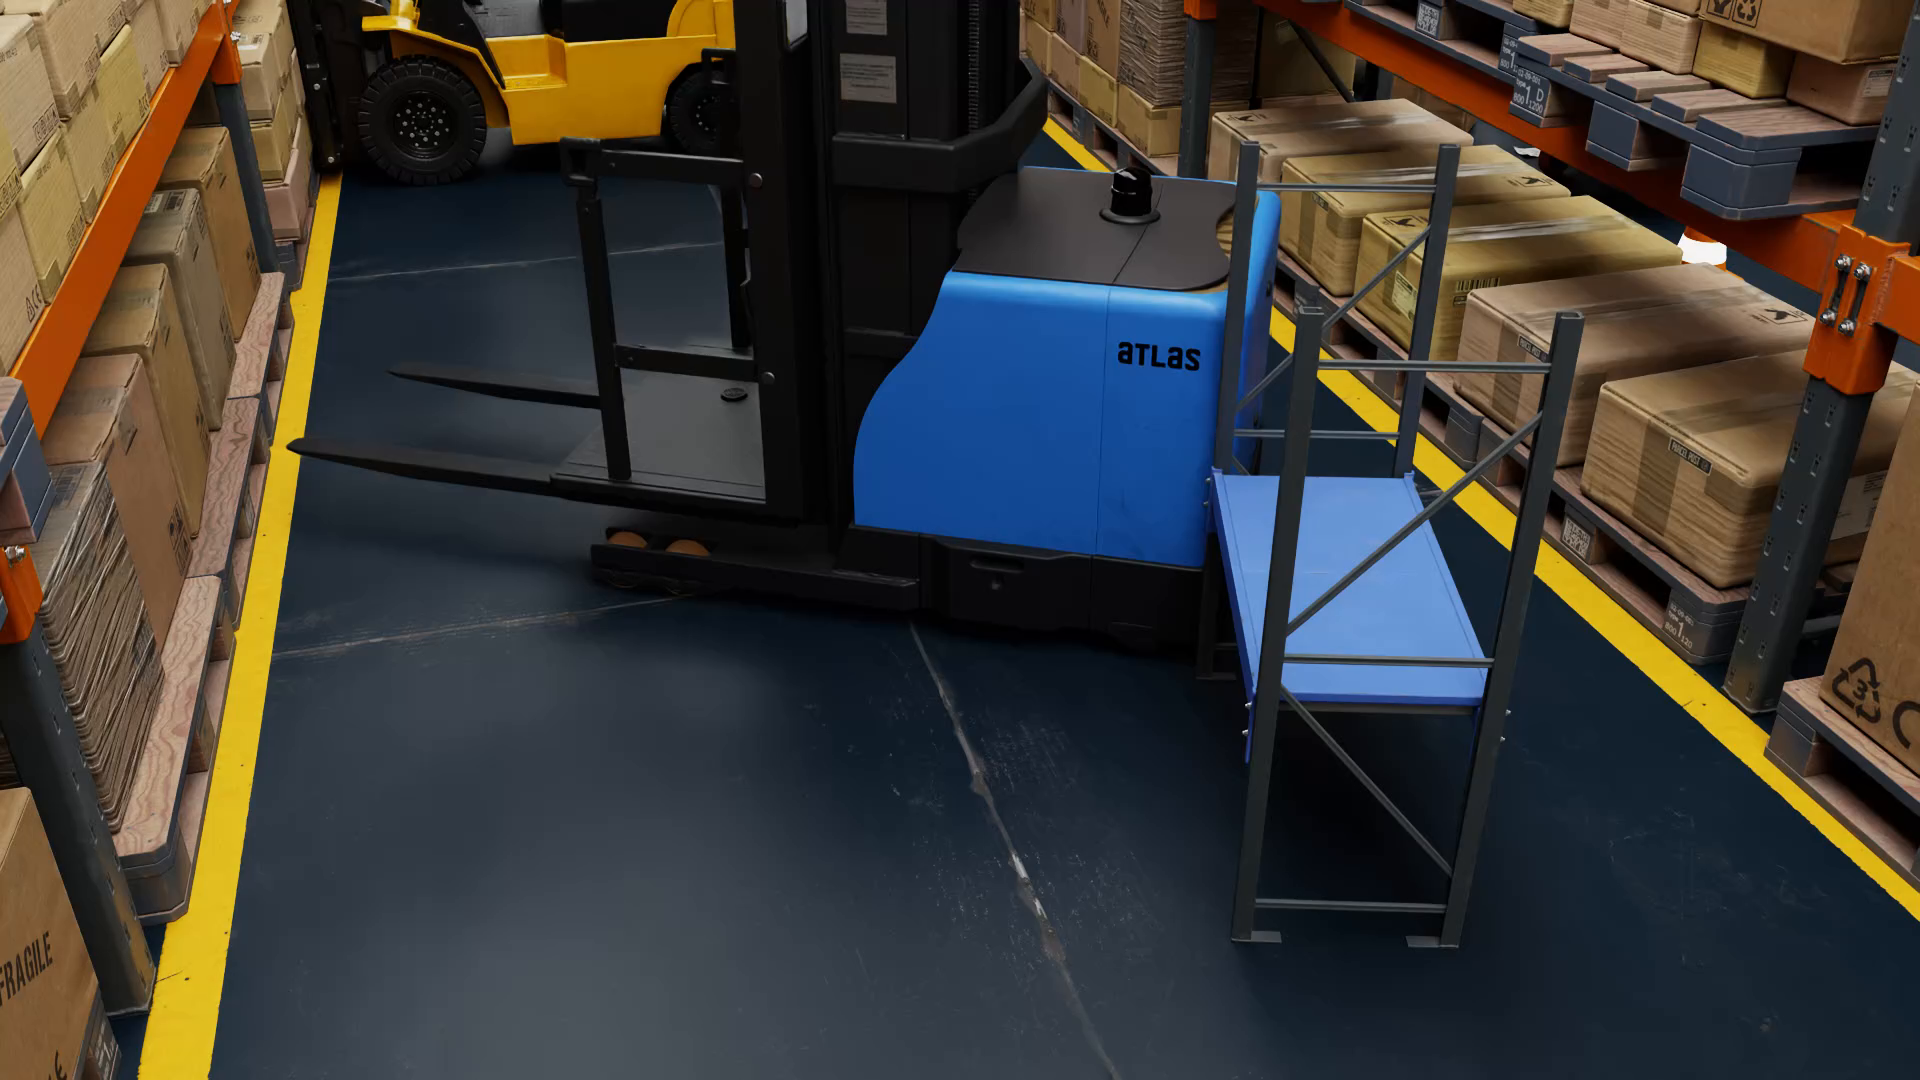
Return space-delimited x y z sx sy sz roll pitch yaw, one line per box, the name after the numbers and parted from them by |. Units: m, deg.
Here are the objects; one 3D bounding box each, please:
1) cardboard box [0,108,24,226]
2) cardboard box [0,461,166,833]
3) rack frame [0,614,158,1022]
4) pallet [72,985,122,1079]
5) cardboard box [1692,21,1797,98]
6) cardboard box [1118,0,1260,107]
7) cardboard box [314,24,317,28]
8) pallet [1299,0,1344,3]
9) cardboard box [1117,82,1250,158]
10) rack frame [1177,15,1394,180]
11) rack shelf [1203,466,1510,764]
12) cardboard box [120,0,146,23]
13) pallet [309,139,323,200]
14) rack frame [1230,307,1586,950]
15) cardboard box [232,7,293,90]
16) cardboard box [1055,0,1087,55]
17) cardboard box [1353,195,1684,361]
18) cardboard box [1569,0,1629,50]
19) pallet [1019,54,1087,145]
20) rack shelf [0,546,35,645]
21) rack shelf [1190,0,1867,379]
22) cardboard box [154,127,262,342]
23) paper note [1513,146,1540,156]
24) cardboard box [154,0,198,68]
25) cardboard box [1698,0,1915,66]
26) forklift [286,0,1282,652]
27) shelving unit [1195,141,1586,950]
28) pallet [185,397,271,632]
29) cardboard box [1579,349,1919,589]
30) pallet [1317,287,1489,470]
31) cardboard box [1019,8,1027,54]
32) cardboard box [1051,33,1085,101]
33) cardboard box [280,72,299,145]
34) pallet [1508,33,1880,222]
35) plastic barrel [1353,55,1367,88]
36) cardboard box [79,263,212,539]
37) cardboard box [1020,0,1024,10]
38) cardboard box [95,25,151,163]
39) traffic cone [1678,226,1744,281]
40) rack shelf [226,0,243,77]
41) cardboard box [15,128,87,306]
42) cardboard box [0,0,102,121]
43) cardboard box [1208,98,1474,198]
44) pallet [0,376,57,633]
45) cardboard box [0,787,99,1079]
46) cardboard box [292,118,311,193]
-2.071 -0.661 3.048 0.500 0.250 0.500 -8 31 -13 | cardboard box
-2.366 0.284 3.717 0.875 0.625 0.625 -7 31 -12 | cardboard box
-2.213 -0.259 2.704 1.000 3.000 0.127 -8 31 -13 | rack frame
-2.052 1.313 2.771 1.003 0.211 1.213 -8 31 -13 | pallet
2.117 -1.241 4.231 0.380 0.149 0.250 -7 31 -13 | cardboard box
1.094 -2.419 8.013 0.500 0.500 0.500 -8 31 -14 | cardboard box
-3.626 -2.647 8.656 0.500 0.250 0.500 -9 31 -14 | cardboard box
1.572 -2.381 6.562 1.003 0.211 1.213 -8 31 -13 | pallet
1.094 -2.095 8.200 0.500 0.250 0.500 -6 31 -11 | cardboard box
1.510 -2.853 7.185 1.000 3.000 0.127 -8 31 -13 | rack frame
0.877 0.146 3.859 0.538 0.185 1.000 1 30 2 | rack shelf
-2.625 -1.644 4.747 0.500 0.250 0.500 -7 31 -12 | cardboard box
-3.773 -1.964 8.433 1.003 0.211 1.213 -8 31 -13 | pallet
0.854 0.245 3.330 0.500 1.500 0.032 1 30 2 | rack frame
-3.227 -2.139 7.279 0.500 0.250 0.500 -8 31 -13 | cardboard box
0.821 -2.911 8.862 0.500 0.500 0.500 -6 31 -11 | cardboard box
2.032 -0.962 6.122 0.950 0.372 0.625 -7 31 -12 | cardboard box
1.947 -1.479 4.643 0.380 0.149 0.250 -9 31 -16 | cardboard box
0.970 -2.556 9.455 1.003 0.211 1.213 -8 31 -13 | pallet
-1.682 1.018 1.215 1.077 0.370 4.000 -8 31 -13 | rack shelf
2.040 -1.576 5.696 1.077 0.370 4.000 -8 31 -13 | rack shelf
-3.126 -1.095 6.098 0.875 0.625 0.625 -6 31 -11 | cardboard box
3.014 -2.051 8.763 0.148 0.019 0.142 -8 31 -13 | paper note
-2.750 -1.676 5.300 0.500 0.250 0.500 -8 31 -14 | cardboard box
2.183 -1.457 3.958 0.500 0.500 0.500 -9 31 -15 | cardboard box
-0.611 -1.347 4.651 3.031 2.935 1.130 7 31 12 | forklift
0.877 -0.009 3.769 0.538 1.500 1.048 1 30 2 | shelving unit
-2.714 -0.043 5.114 1.003 0.211 1.213 -8 31 -13 | pallet
2.431 -0.240 4.874 0.950 0.372 0.625 -10 32 -17 | cardboard box
2.045 -0.680 6.214 1.003 0.211 1.213 -8 31 -13 | pallet
0.524 -3.103 9.942 0.500 0.250 0.500 -7 31 -11 | cardboard box
0.812 -2.597 9.067 0.500 0.250 0.500 -7 31 -13 | cardboard box
-3.241 -1.917 7.394 0.500 0.250 0.500 -8 31 -14 | cardboard box
2.279 -1.168 4.465 1.213 0.211 1.003 -8 31 -13 | pallet
2.456 -2.874 9.792 0.512 0.421 0.421 13 32 21 | plastic barrel
-2.726 -0.356 4.822 0.875 0.625 0.625 -9 31 -15 | cardboard box
0.545 -3.411 9.727 0.500 0.500 0.500 -9 31 -15 | cardboard box
-2.504 -1.183 4.450 0.500 0.250 0.500 -7 31 -12 | cardboard box
3.189 -1.342 7.107 0.336 0.463 0.334 -8 31 -13 | traffic cone
-3.806 -2.846 7.890 1.077 0.370 4.000 -8 31 -13 | rack shelf
-2.224 -0.685 3.588 0.500 0.250 0.500 -9 31 -14 | cardboard box
-2.349 -1.155 3.901 0.500 0.250 0.500 -9 31 -15 | cardboard box
1.651 -1.644 7.301 0.950 0.372 0.625 -7 31 -13 | cardboard box
-1.966 0.142 2.202 1.213 0.211 1.003 -8 31 -13 | pallet
-1.894 0.816 2.921 0.500 0.500 0.500 -7 31 -12 | cardboard box
-3.234 -1.704 7.525 0.500 0.250 0.500 -9 31 -14 | cardboard box
